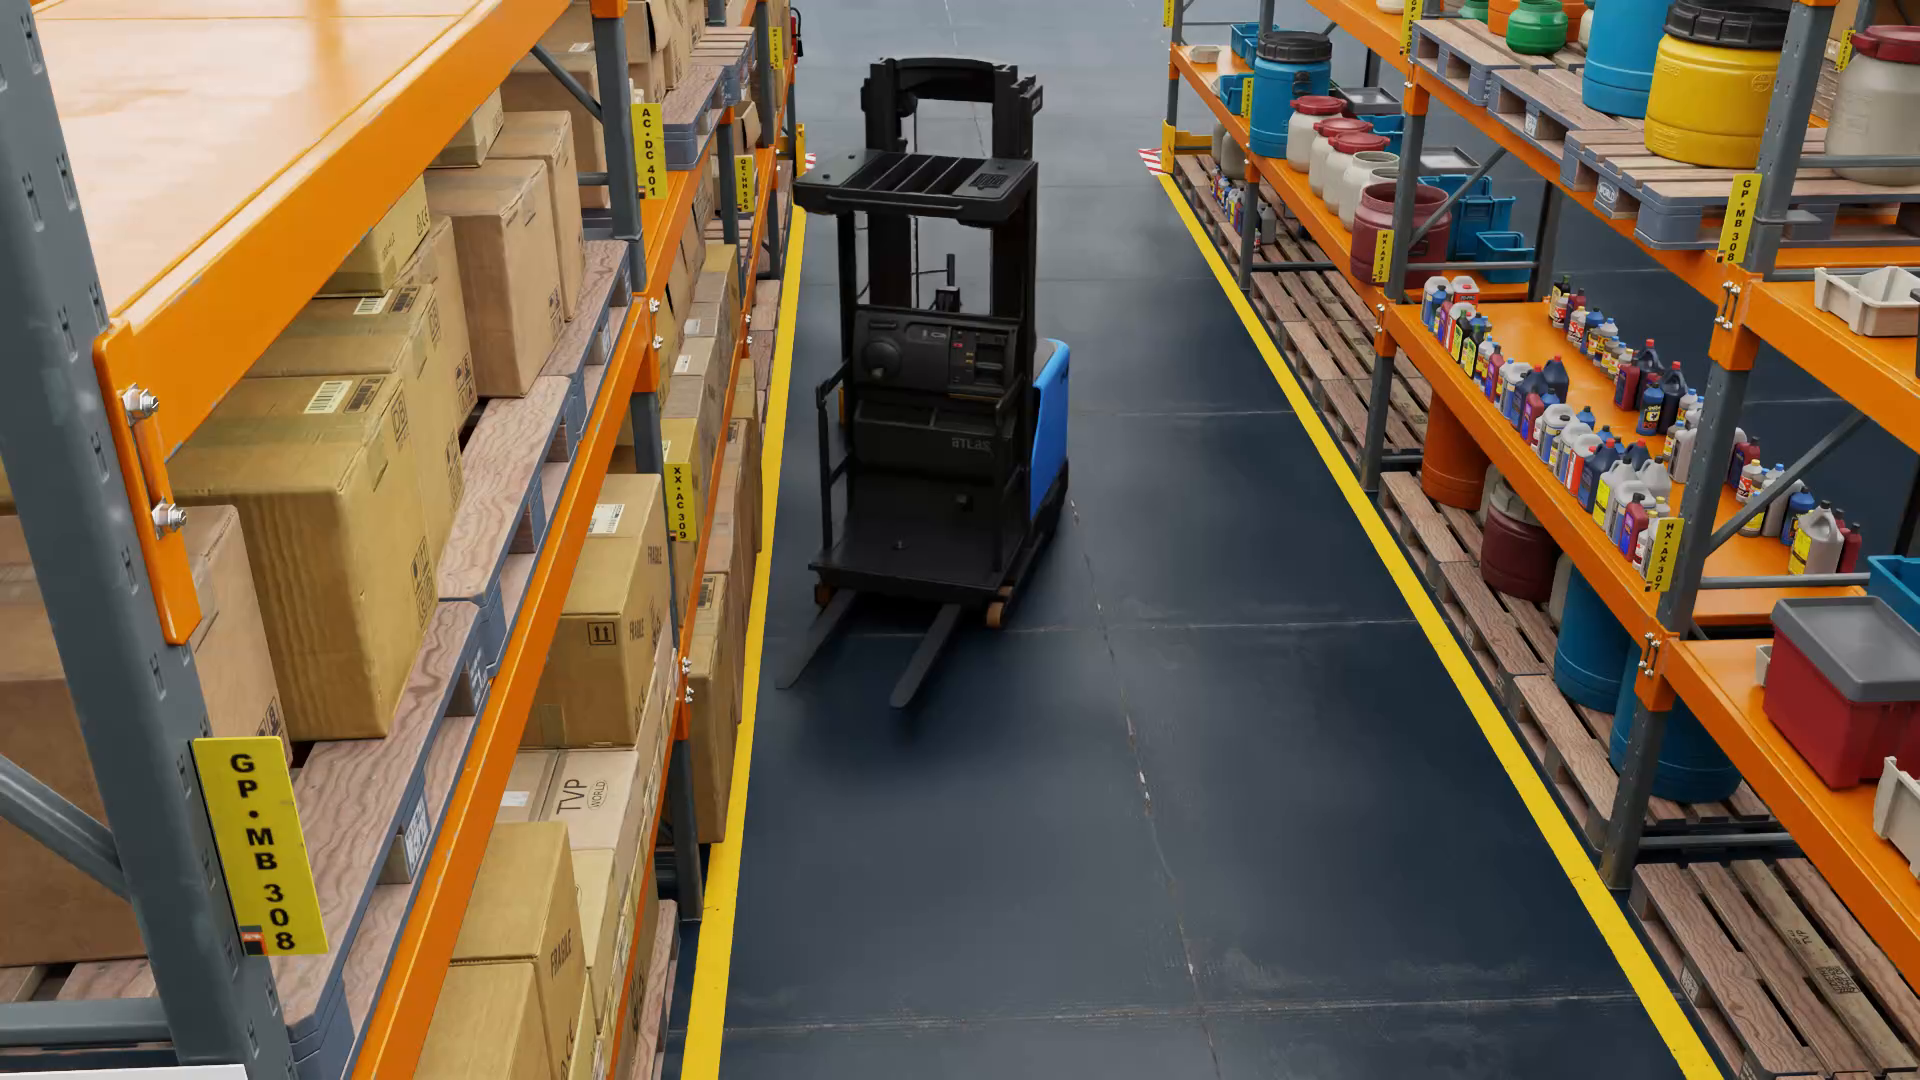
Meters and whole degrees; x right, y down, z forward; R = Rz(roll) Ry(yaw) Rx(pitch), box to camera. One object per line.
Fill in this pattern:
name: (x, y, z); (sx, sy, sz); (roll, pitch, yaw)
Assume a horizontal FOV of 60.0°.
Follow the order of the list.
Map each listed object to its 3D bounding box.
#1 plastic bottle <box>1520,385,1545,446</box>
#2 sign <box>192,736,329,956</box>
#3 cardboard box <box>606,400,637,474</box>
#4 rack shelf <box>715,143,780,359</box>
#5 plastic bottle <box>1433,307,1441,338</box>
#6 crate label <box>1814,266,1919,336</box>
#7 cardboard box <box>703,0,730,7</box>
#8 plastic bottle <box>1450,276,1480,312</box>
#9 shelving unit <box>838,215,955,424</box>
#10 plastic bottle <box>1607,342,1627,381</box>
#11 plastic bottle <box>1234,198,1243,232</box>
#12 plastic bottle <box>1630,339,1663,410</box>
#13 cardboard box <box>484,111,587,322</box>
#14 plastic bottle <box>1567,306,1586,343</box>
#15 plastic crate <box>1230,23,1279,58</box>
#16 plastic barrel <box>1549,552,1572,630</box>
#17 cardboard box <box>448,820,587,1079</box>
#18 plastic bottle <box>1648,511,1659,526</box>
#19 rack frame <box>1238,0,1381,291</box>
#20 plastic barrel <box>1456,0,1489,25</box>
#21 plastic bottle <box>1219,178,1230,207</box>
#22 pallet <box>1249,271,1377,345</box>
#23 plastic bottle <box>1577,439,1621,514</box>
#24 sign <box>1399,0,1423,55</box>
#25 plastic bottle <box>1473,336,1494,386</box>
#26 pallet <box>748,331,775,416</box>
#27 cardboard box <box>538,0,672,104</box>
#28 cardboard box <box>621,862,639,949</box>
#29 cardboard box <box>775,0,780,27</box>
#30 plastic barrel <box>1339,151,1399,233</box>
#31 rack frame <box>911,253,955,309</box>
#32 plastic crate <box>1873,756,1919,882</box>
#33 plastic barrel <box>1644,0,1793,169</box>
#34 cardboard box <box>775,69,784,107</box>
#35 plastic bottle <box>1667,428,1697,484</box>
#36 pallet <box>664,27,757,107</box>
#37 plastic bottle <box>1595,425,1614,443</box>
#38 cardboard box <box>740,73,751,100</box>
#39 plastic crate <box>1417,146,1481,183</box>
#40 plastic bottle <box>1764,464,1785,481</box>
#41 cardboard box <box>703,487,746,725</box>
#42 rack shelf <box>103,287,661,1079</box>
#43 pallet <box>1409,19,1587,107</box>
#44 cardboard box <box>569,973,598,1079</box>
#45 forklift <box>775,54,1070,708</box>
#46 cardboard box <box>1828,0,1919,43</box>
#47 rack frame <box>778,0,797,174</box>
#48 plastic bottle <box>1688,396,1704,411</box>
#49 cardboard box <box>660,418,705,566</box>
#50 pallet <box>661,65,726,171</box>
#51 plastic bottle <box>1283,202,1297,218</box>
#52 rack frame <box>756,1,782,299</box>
plastic bottle: (2.874, -0.627, 8.335); (0.061, 0.283, 0.133); (-1, 28, -3)
sign: (-0.843, 0.375, 2.012); (0.100, 0.325, 0.005); (-1, 28, -3)
cardboard box: (-1.648, -0.493, 6.758); (0.797, 0.503, 0.637); (-2, 28, -4)
rack shelf: (-1.920, -2.161, 11.927); (1.077, 0.370, 4.000); (-1, 28, -3)
plastic bottle: (2.814, -1.281, 9.677); (0.097, 0.201, 0.097); (0, 28, 0)
crate label: (3.077, -0.808, 5.598); (0.293, 0.136, 0.466); (-1, 28, -3)
cardboard box: (-1.583, -3.375, 9.585); (0.500, 0.500, 0.500); (-1, 28, -2)
plastic bottle: (2.982, -1.417, 9.857); (0.152, 0.276, 0.135); (-1, 28, -3)
shelving unit: (-0.423, -1.326, 11.170); (0.587, 1.500, 1.083); (-8, 29, -15)
plastic bottle: (3.608, -0.981, 9.102); (0.097, 0.201, 0.097); (0, 28, 0)
plastic bottle: (2.540, -2.967, 15.156); (0.061, 0.283, 0.133); (0, 28, 1)
plastic bottle: (3.604, -0.875, 8.737); (0.144, 0.351, 0.185); (-1, 28, -3)
cardboard box: (-1.506, -0.954, 4.921); (0.700, 0.500, 0.500); (-3, 28, -6)
plastic bottle: (3.578, -1.251, 9.619); (0.097, 0.201, 0.097); (0, 28, 0)
plastic crate: (3.038, -5.080, 16.907); (0.499, 0.251, 0.616); (-1, 28, -3)
plastic barrel: (3.351, 0.247, 8.769); (0.421, 0.512, 0.421); (0, 28, 0)
cardboard box: (-1.212, 1.042, 4.037); (0.500, 0.500, 0.500); (-2, 28, -4)
plastic bottle: (3.017, -0.030, 7.279); (0.097, 0.201, 0.097); (0, 28, 0)
rack frame: (2.922, -3.523, 13.761); (1.000, 3.000, 0.127); (-1, 28, -3)
plastic barrel: (3.067, -3.049, 9.777); (0.294, 0.245, 0.294); (0, 28, 0)
plastic bottle: (2.520, -3.306, 15.820); (0.097, 0.271, 0.097); (0, 28, 0)
pallet: (3.002, -1.925, 13.712); (1.003, 0.211, 1.213); (-1, 28, -3)
plastic bottle: (2.955, -0.308, 7.651); (0.144, 0.351, 0.185); (-1, 28, -3)
sign: (2.582, -2.943, 9.518); (0.100, 0.325, 0.005); (-1, 28, -3)
plastic bottle: (2.852, -0.975, 9.014); (0.097, 0.271, 0.097); (0, 28, 0)
pallet: (-1.916, -1.243, 12.404); (1.003, 0.211, 1.213); (-1, 28, -3)
cardboard box: (-1.688, -2.175, 7.367); (0.797, 0.503, 0.637); (-2, 28, -3)
cardboard box: (-1.196, 1.129, 5.113); (0.380, 0.149, 0.250); (-2, 28, -3)
cardboard box: (-1.847, -4.698, 14.504); (0.500, 0.500, 0.500); (-1, 28, -3)
plastic barrel: (2.842, -2.390, 11.467); (0.421, 0.512, 0.421); (0, 28, 0)
rack frame: (-0.273, -1.106, 10.748); (0.500, 1.500, 0.032); (-8, 29, -15)
plastic crate: (3.235, 0.907, 5.330); (0.437, 0.282, 0.530); (-1, 28, -3)
plastic barrel: (3.089, -1.845, 6.642); (0.600, 0.588, 0.600); (0, 28, 0)
cardboard box: (-1.977, -4.020, 14.285); (0.875, 0.500, 0.500); (-1, 28, -3)
plastic bottle: (3.496, -0.420, 7.946); (0.152, 0.276, 0.135); (-1, 28, -3)
pallet: (-1.729, -2.506, 8.772); (1.213, 0.211, 1.003); (0, 28, 0)
plastic bottle: (3.067, -0.421, 7.952); (0.097, 0.271, 0.097); (0, 28, 0)
cardboard box: (-2.123, -3.485, 12.586); (1.000, 1.000, 1.000); (-1, 28, -2)
plastic crate: (3.352, -2.458, 11.649); (0.402, 0.464, 0.583); (-1, 28, -3)
plastic bottle: (3.698, -0.217, 7.562); (0.097, 0.271, 0.097); (0, 28, 0)
cardboard box: (-1.708, 0.339, 8.199); (1.225, 0.875, 0.875); (-2, 28, -4)
rack shelf: (-1.502, 0.204, 4.150); (1.077, 0.370, 4.000); (-1, 28, -3)
pallet: (3.073, -2.566, 8.887); (1.003, 0.211, 1.213); (-1, 28, -3)
cardboard box: (-1.210, 1.373, 4.215); (0.500, 0.250, 0.500); (-2, 28, -4)
forklift: (-0.197, -0.992, 8.983); (1.130, 2.935, 3.031); (7, 28, 14)
cardboard box: (7.839, -4.465, 14.056); (0.700, 0.500, 0.500); (-1, 28, -2)
rack frame: (-2.233, -5.250, 17.073); (1.000, 3.000, 0.127); (-1, 28, -3)
plastic bottle: (3.657, -0.583, 8.264); (0.097, 0.271, 0.097); (0, 28, 0)
cardboard box: (-1.408, -0.204, 7.289); (0.500, 0.500, 0.500); (-1, 28, -3)
pallet: (-1.668, -1.990, 7.782); (1.003, 0.211, 1.213); (0, 28, 0)
plastic bottle: (3.115, -3.161, 15.537); (0.152, 0.276, 0.135); (-1, 28, -3)
rack frame: (-2.024, -3.403, 13.531); (1.000, 3.000, 0.127); (-1, 28, -3)
